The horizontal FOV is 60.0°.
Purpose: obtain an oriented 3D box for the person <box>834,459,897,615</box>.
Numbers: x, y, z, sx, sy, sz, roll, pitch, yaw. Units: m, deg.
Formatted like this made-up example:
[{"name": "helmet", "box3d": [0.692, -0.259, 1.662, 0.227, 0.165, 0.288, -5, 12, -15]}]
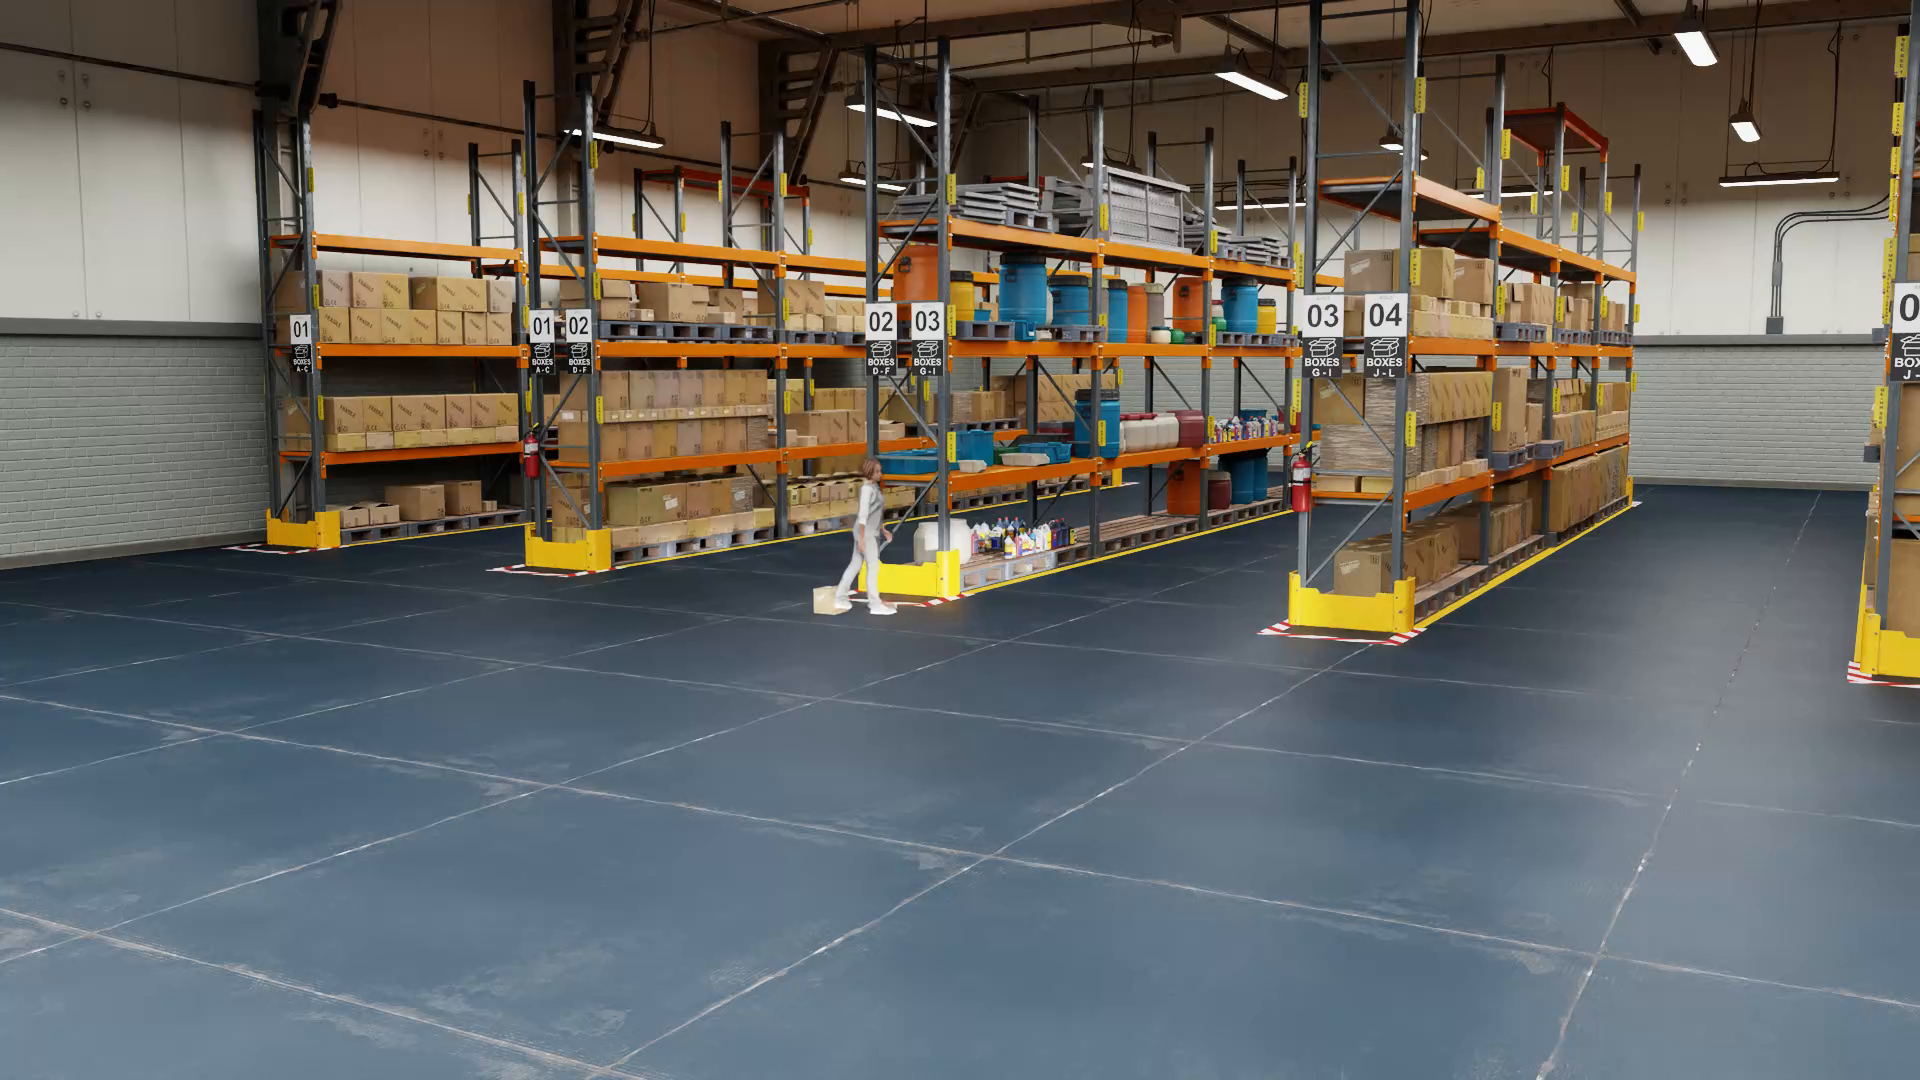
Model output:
[{"name": "person", "box3d": [-0.967, -0.038, 16.869, 0.647, 1.583, 0.438, 0, 6, -1]}]
